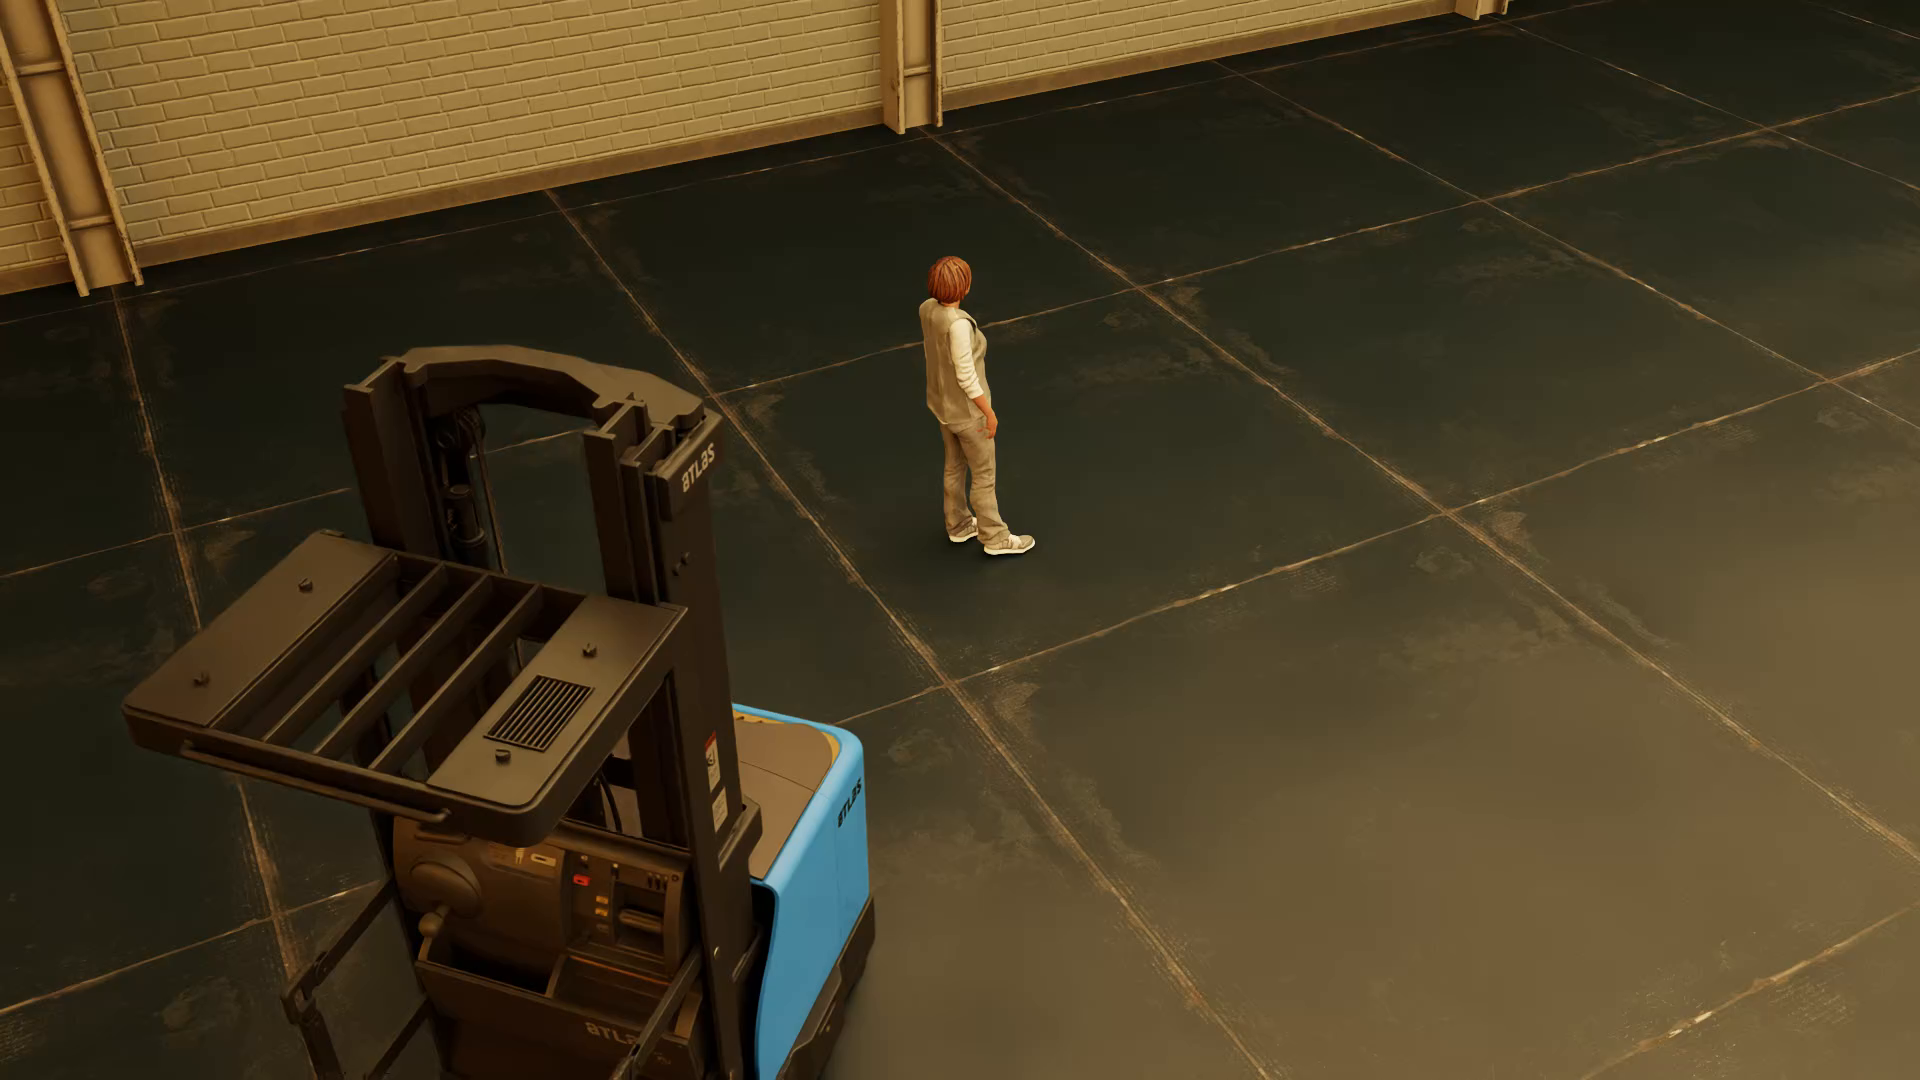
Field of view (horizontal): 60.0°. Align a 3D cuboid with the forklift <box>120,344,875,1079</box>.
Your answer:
[{"bbox_3d":[-1.282,1.071,4.607,1.130,2.935,3.031,11,37,15],"label":"forklift"}]

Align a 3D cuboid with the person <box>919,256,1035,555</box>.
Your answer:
[{"bbox_3d":[0.072,-0.671,8.216,0.473,1.599,0.521,-17,39,-23],"label":"person"}]
